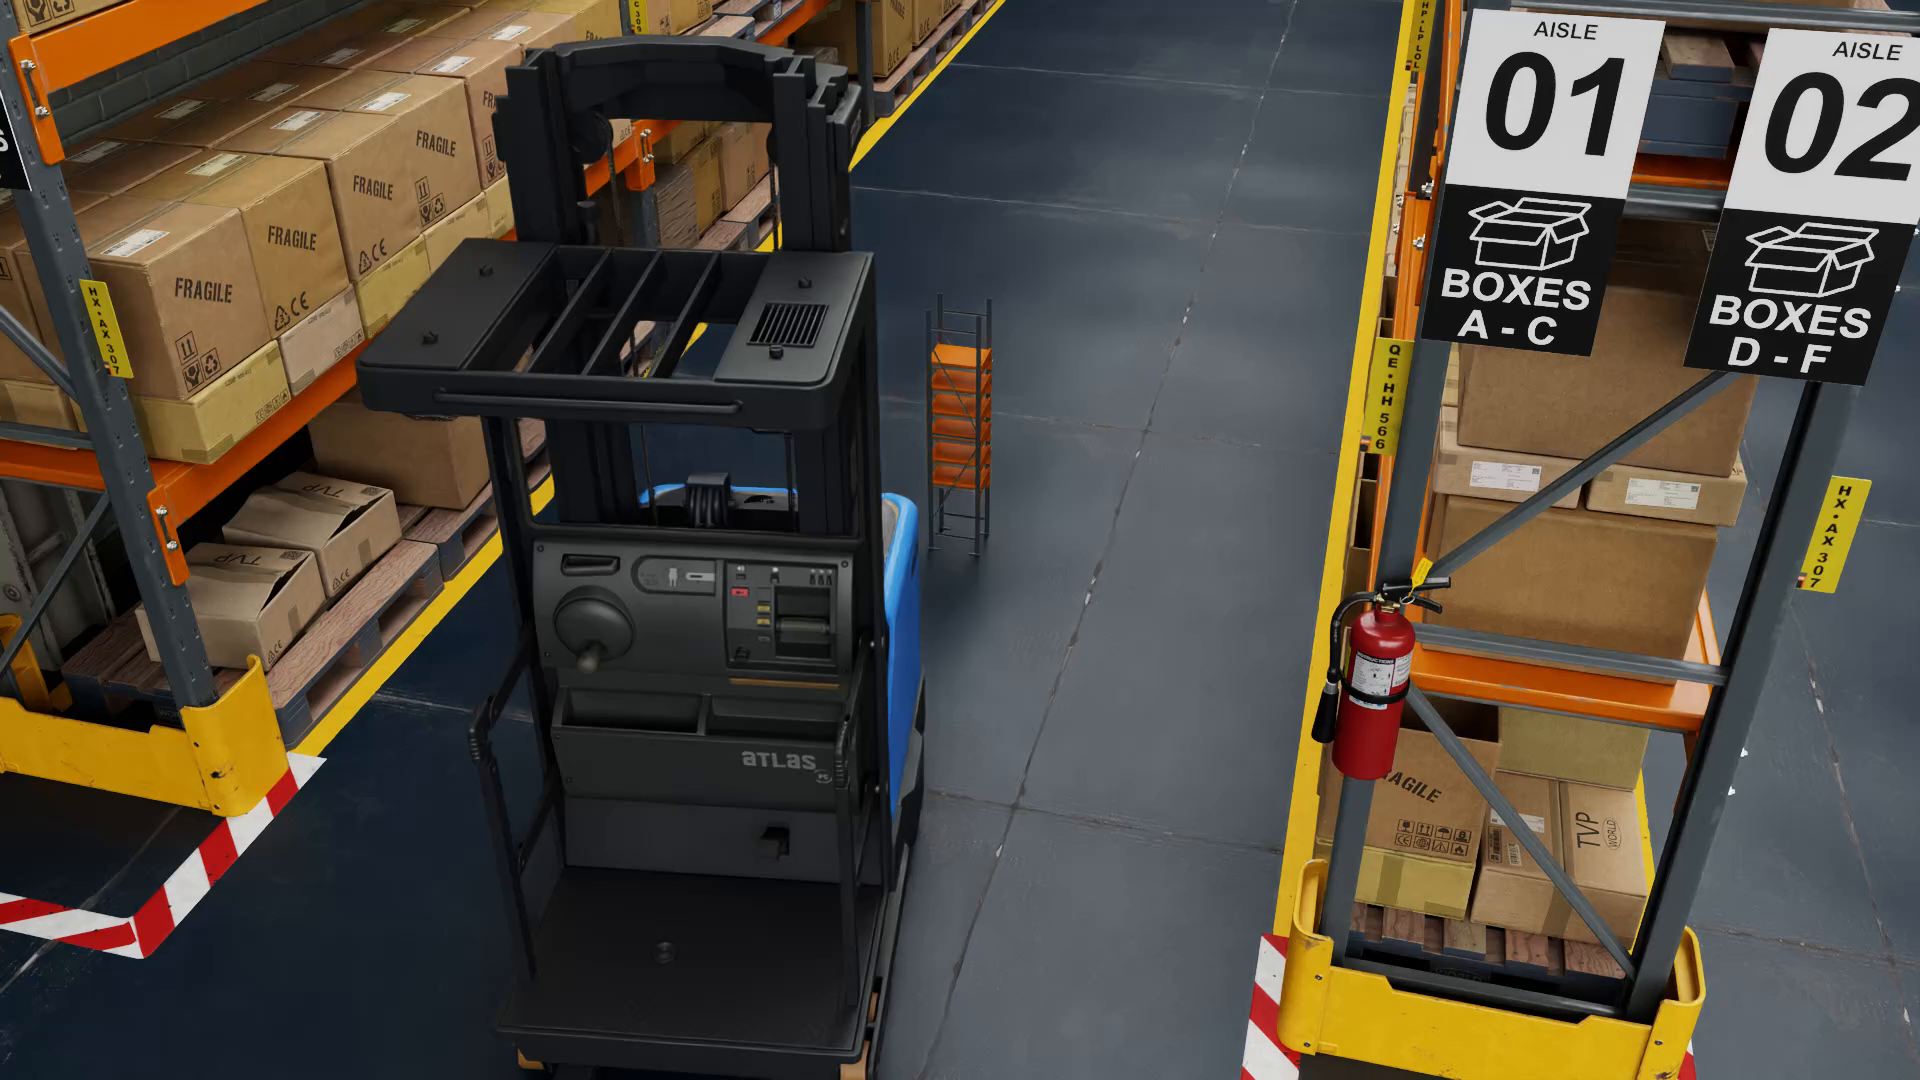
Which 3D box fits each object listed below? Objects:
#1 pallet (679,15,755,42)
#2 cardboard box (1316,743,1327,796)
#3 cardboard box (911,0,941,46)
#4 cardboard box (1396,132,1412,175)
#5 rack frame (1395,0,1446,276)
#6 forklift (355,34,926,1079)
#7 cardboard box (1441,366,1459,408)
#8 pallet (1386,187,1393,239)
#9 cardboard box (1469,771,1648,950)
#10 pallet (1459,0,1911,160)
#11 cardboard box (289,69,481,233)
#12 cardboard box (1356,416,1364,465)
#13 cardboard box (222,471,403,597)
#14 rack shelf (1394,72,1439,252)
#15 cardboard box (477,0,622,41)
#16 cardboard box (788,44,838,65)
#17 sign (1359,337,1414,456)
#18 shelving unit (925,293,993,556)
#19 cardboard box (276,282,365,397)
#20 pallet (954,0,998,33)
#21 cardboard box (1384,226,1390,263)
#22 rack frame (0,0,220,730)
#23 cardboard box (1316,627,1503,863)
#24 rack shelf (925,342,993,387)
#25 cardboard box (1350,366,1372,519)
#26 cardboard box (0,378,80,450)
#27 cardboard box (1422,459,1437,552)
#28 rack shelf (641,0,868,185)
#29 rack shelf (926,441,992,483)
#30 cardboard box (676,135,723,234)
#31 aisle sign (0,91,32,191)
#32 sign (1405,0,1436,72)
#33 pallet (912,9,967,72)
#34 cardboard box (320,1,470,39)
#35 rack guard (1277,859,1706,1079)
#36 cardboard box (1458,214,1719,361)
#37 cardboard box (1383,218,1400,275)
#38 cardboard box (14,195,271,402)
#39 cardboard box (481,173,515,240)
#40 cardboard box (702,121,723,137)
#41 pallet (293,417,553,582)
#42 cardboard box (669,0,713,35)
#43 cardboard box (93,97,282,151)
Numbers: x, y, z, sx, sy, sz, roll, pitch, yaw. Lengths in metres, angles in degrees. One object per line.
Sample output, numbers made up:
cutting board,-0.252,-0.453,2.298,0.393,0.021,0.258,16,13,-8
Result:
pallet,-1.836,-2.735,9.436,1.003,0.211,1.213,8,33,12
cardboard box,1.573,0.712,6.005,0.500,0.250,0.500,8,33,12
cardboard box,-0.613,-4.603,13.806,0.750,0.750,0.750,8,33,12
cardboard box,2.964,-2.326,10.262,0.500,0.311,0.500,7,33,11
rack frame,2.622,-1.767,7.734,1.000,3.000,0.127,8,33,12
forklift,-0.785,0.262,4.605,1.130,2.935,3.031,3,33,4
cardboard box,1.585,-0.367,4.834,0.380,0.149,0.250,9,34,14
pallet,3.391,-2.244,11.083,1.003,0.211,1.213,8,33,12
cardboard box,1.958,1.044,5.484,0.500,0.250,0.500,8,33,12
pallet,1.812,-1.283,4.259,1.003,0.211,1.213,8,33,12
cardboard box,-2.382,-1.624,6.931,0.500,0.500,0.500,9,34,14
cardboard box,2.079,-0.326,7.638,0.500,0.250,0.500,8,33,12
cardboard box,-2.778,-0.057,7.140,0.500,0.311,0.500,11,34,16
rack shelf,3.130,-2.501,9.559,1.077,0.370,4.000,8,33,12
cardboard box,-1.991,-2.414,8.173,0.500,0.500,0.500,8,33,12
cardboard box,-1.287,-3.265,12.010,0.700,0.500,0.500,8,33,13
sign,1.086,-0.361,4.222,0.100,0.325,0.005,8,33,12
shelving unit,-0.004,-0.499,7.416,0.258,1.200,0.189,8,33,12
cardboard box,-2.636,-0.790,6.318,0.500,0.250,0.500,7,33,11
pallet,-0.263,-5.003,15.424,1.003,0.211,1.213,8,33,12
cardboard box,2.837,-1.830,10.004,0.500,0.250,0.500,9,33,13
rack frame,-3.185,-0.364,5.526,1.000,3.000,0.127,8,33,12
cardboard box,1.455,0.657,5.394,0.500,0.500,0.500,8,33,12
rack shelf,-0.004,-0.765,7.247,0.258,0.103,0.180,8,33,12
cardboard box,1.948,-0.383,7.030,0.500,0.500,0.500,8,33,12
cardboard box,-3.254,-0.578,5.984,0.500,0.250,0.500,8,33,13
cardboard box,1.867,-0.247,5.250,0.700,0.500,0.500,9,34,14
rack shelf,-1.663,-3.174,10.617,1.077,0.370,4.000,8,33,12
rack shelf,-0.004,-0.360,7.505,0.258,0.103,0.180,8,33,12
cardboard box,-1.917,-2.229,10.381,0.700,0.500,0.500,7,33,11
aisle sign,-2.913,-1.383,4.706,0.394,0.787,0.004,8,33,12
sign,2.095,-2.291,7.552,0.100,0.325,0.005,8,33,12
pallet,-0.571,-4.368,14.425,1.003,0.211,1.213,8,33,12
cardboard box,-2.626,-2.218,7.865,0.500,0.500,0.500,8,33,12
rack guard,1.601,1.376,5.119,1.175,0.500,0.348,8,33,12
cardboard box,1.880,-0.823,4.946,0.700,0.500,0.500,7,33,11
cardboard box,2.574,-1.541,9.026,0.500,0.311,0.500,9,34,14
cardboard box,-2.773,-0.832,5.685,0.500,0.500,0.500,8,33,12
cardboard box,-2.244,-1.577,7.556,0.500,0.250,0.500,8,33,12
cardboard box,-1.763,-2.770,10.533,0.500,0.250,0.500,7,33,11
pallet,-2.614,-0.274,7.985,1.003,0.211,1.213,8,33,12
cardboard box,-1.859,-3.216,9.509,0.700,0.500,0.500,11,34,17
cardboard box,-3.007,-1.428,6.622,0.500,0.500,0.500,7,33,11
